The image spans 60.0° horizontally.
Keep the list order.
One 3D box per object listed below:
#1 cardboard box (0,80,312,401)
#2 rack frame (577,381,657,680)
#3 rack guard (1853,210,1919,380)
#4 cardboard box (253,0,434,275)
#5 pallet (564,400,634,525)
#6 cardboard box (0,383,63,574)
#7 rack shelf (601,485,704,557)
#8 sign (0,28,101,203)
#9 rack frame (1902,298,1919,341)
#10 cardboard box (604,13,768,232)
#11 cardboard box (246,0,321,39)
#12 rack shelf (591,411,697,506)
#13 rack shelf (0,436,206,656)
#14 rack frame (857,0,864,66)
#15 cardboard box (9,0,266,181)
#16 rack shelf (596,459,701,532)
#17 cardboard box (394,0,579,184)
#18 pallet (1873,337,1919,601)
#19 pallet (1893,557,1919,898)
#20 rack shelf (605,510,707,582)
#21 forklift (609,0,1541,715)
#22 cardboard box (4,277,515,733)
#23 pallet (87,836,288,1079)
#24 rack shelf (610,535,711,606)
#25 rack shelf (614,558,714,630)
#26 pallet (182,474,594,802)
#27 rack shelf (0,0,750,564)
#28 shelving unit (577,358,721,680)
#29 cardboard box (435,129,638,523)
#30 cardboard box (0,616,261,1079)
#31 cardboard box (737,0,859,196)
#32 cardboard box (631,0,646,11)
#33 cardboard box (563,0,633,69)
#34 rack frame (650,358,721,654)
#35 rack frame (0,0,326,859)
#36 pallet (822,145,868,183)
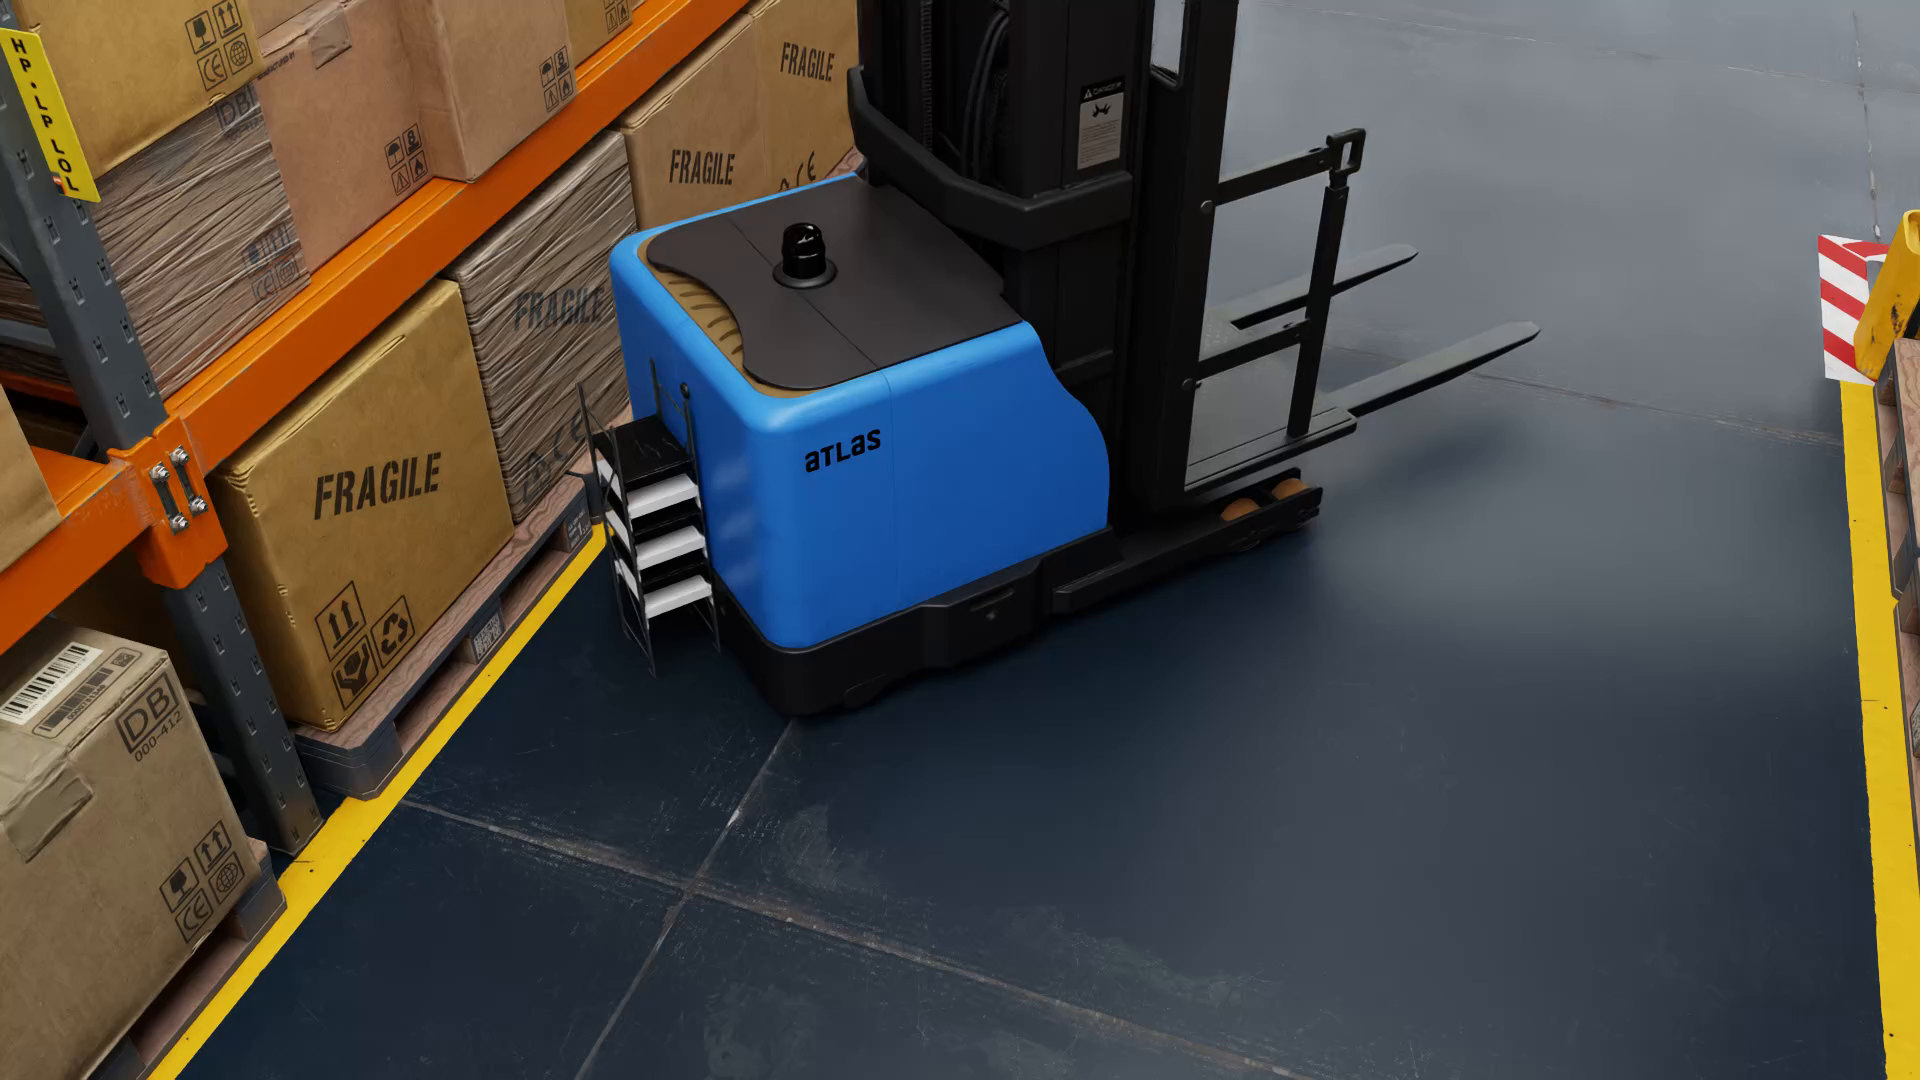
[{"bbox_3d":[-2.045,-0.752,3.705,0.875,0.550,0.550,13,42,15],"label":"cardboard box"},{"bbox_3d":[-0.936,-0.007,4.565,0.006,0.900,0.240,-21,45,-23],"label":"rack frame"},{"bbox_3d":[3.808,-0.747,5.741,1.175,0.500,0.348,13,42,15],"label":"rack guard"},{"bbox_3d":[-1.878,-1.092,4.104,0.875,0.550,0.550,13,42,15],"label":"cardboard box"},{"bbox_3d":[-1.411,-0.599,5.790,1.003,0.211,1.213,13,42,15],"label":"pallet"},{"bbox_3d":[-2.087,-0.128,3.011,0.500,0.500,0.500,13,42,15],"label":"cardboard box"},{"bbox_3d":[-0.849,-0.084,4.568,0.200,0.077,0.258,-21,45,-23],"label":"rack shelf"},{"bbox_3d":[-1.647,-0.763,3.002,0.100,0.325,0.005,13,42,15],"label":"sign"},{"bbox_3d":[3.834,-1.744,4.984,1.000,3.000,0.127,13,42,15],"label":"rack frame"},{"bbox_3d":[-1.261,-1.293,5.768,0.875,0.875,0.875,13,42,14],"label":"cardboard box"},{"bbox_3d":[-1.922,-1.514,3.766,0.875,0.550,0.550,13,42,15],"label":"cardboard box"},{"bbox_3d":[-0.850,-0.221,4.451,0.200,0.077,0.258,-21,45,-23],"label":"rack shelf"},{"bbox_3d":[-2.844,1.026,2.290,1.077,0.370,4.000,13,42,15],"label":"rack shelf"},{"bbox_3d":[-0.792,-2.907,6.346,1.000,3.000,0.127,13,42,15],"label":"rack frame"},{"bbox_3d":[-2.001,-1.152,3.342,0.875,0.550,0.550,13,42,15],"label":"cardboard box"},{"bbox_3d":[-0.850,-0.153,4.509,0.200,0.077,0.258,-21,45,-23],"label":"rack shelf"},{"bbox_3d":[-1.583,-1.396,4.459,0.875,0.550,0.550,13,42,15],"label":"cardboard box"},{"bbox_3d":[3.497,-0.150,5.263,1.003,0.211,1.213,13,42,15],"label":"pallet"},{"bbox_3d":[3.079,0.592,4.393,1.003,0.211,1.213,13,42,15],"label":"pallet"},{"bbox_3d":[-0.849,-0.016,4.626,0.200,0.077,0.258,-21,45,-23],"label":"rack shelf"},{"bbox_3d":[0.548,-1.352,4.576,3.031,2.935,1.130,-21,45,-23],"label":"forklift"},{"bbox_3d":[-1.879,-0.187,4.471,0.875,0.875,0.875,14,42,16],"label":"cardboard box"},{"bbox_3d":[-2.353,1.081,3.820,1.003,0.211,1.213,13,42,15],"label":"pallet"},{"bbox_3d":[-0.849,0.052,4.685,0.200,0.077,0.258,-21,45,-23],"label":"rack shelf"},{"bbox_3d":[-0.849,0.121,4.743,0.200,0.077,0.258,-21,45,-23],"label":"rack shelf"},{"bbox_3d":[-1.826,0.147,4.915,1.003,0.211,1.213,13,42,15],"label":"pallet"},{"bbox_3d":[-1.476,-1.413,5.150,1.077,0.370,4.000,13,42,15],"label":"rack shelf"},{"bbox_3d":[-0.849,-0.041,4.605,0.210,0.900,0.258,-21,45,-23],"label":"shelving unit"},{"bbox_3d":[-1.574,-0.737,5.117,0.875,0.875,0.875,14,42,15],"label":"cardboard box"},{"bbox_3d":[-2.287,0.627,3.613,1.050,0.750,0.750,13,42,15],"label":"cardboard box"},{"bbox_3d":[-0.962,-1.830,6.397,0.875,0.875,0.875,14,42,15],"label":"cardboard box"},{"bbox_3d":[-1.353,-2.074,5.254,0.875,0.550,0.550,13,42,15],"label":"cardboard box"},{"bbox_3d":[-1.496,-1.741,4.864,0.875,0.550,0.500,13,42,15],"label":"cardboard box"},{"bbox_3d":[-0.762,-0.075,4.644,0.006,0.900,0.240,-21,45,-23],"label":"rack frame"},{"bbox_3d":[-2.160,-0.467,3.487,1.000,3.000,0.127,13,42,15],"label":"rack frame"},{"bbox_3d":[-0.992,-1.341,6.659,1.003,0.211,1.213,13,42,15],"label":"pallet"}]
